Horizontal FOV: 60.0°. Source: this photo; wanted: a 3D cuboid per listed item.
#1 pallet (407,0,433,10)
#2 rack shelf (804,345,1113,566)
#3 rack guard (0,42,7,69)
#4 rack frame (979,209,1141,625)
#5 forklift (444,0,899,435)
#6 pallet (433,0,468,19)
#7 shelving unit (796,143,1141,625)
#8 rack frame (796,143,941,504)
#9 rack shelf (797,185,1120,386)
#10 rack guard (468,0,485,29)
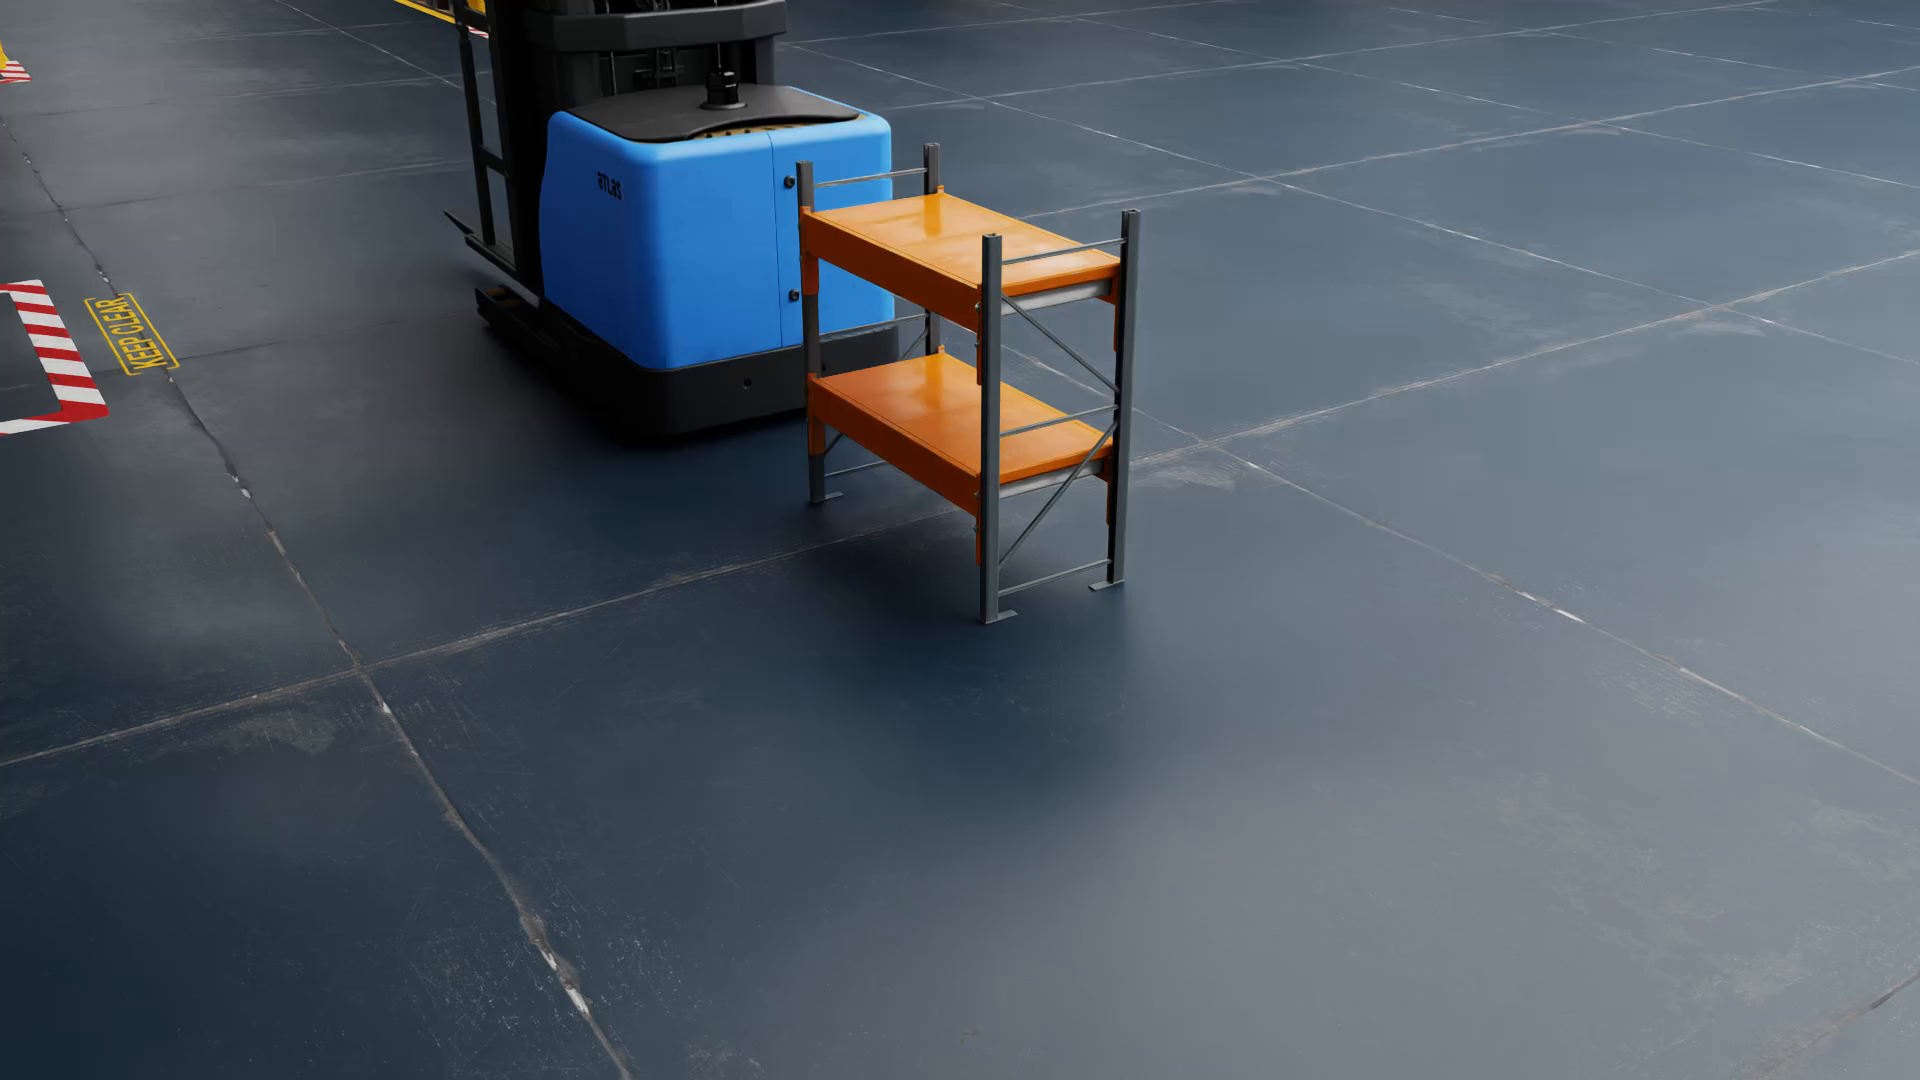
[{"bbox_3d":[-5.031,-5.570,16.801,1.003,0.211,1.213,-16,29,-30],"label":"pallet"},{"bbox_3d":[-0.004,-0.290,5.119,0.538,0.278,1.000,-16,29,-30],"label":"rack shelf"},{"bbox_3d":[-8.106,-3.872,12.867,1.175,0.500,0.348,-16,29,-30],"label":"rack guard"},{"bbox_3d":[0.274,-0.329,4.630,0.500,1.125,0.032,-16,29,-30],"label":"rack frame"},{"bbox_3d":[-1.441,-2.278,6.641,1.130,2.935,3.031,-15,29,-29],"label":"forklift"},{"bbox_3d":[-4.369,-5.134,15.878,1.003,0.211,1.213,-16,29,-30],"label":"pallet"},{"bbox_3d":[-0.004,-0.511,5.015,0.538,1.125,1.048,-16,29,-30],"label":"shelving unit"},{"bbox_3d":[-0.281,-0.693,5.400,0.500,1.125,0.032,-16,29,-30],"label":"rack frame"},{"bbox_3d":[-0.004,-0.776,4.890,0.538,0.278,1.000,-16,29,-30],"label":"rack shelf"},{"bbox_3d":[-3.903,-4.992,15.239,1.175,0.500,0.348,-16,29,-30],"label":"rack guard"}]
